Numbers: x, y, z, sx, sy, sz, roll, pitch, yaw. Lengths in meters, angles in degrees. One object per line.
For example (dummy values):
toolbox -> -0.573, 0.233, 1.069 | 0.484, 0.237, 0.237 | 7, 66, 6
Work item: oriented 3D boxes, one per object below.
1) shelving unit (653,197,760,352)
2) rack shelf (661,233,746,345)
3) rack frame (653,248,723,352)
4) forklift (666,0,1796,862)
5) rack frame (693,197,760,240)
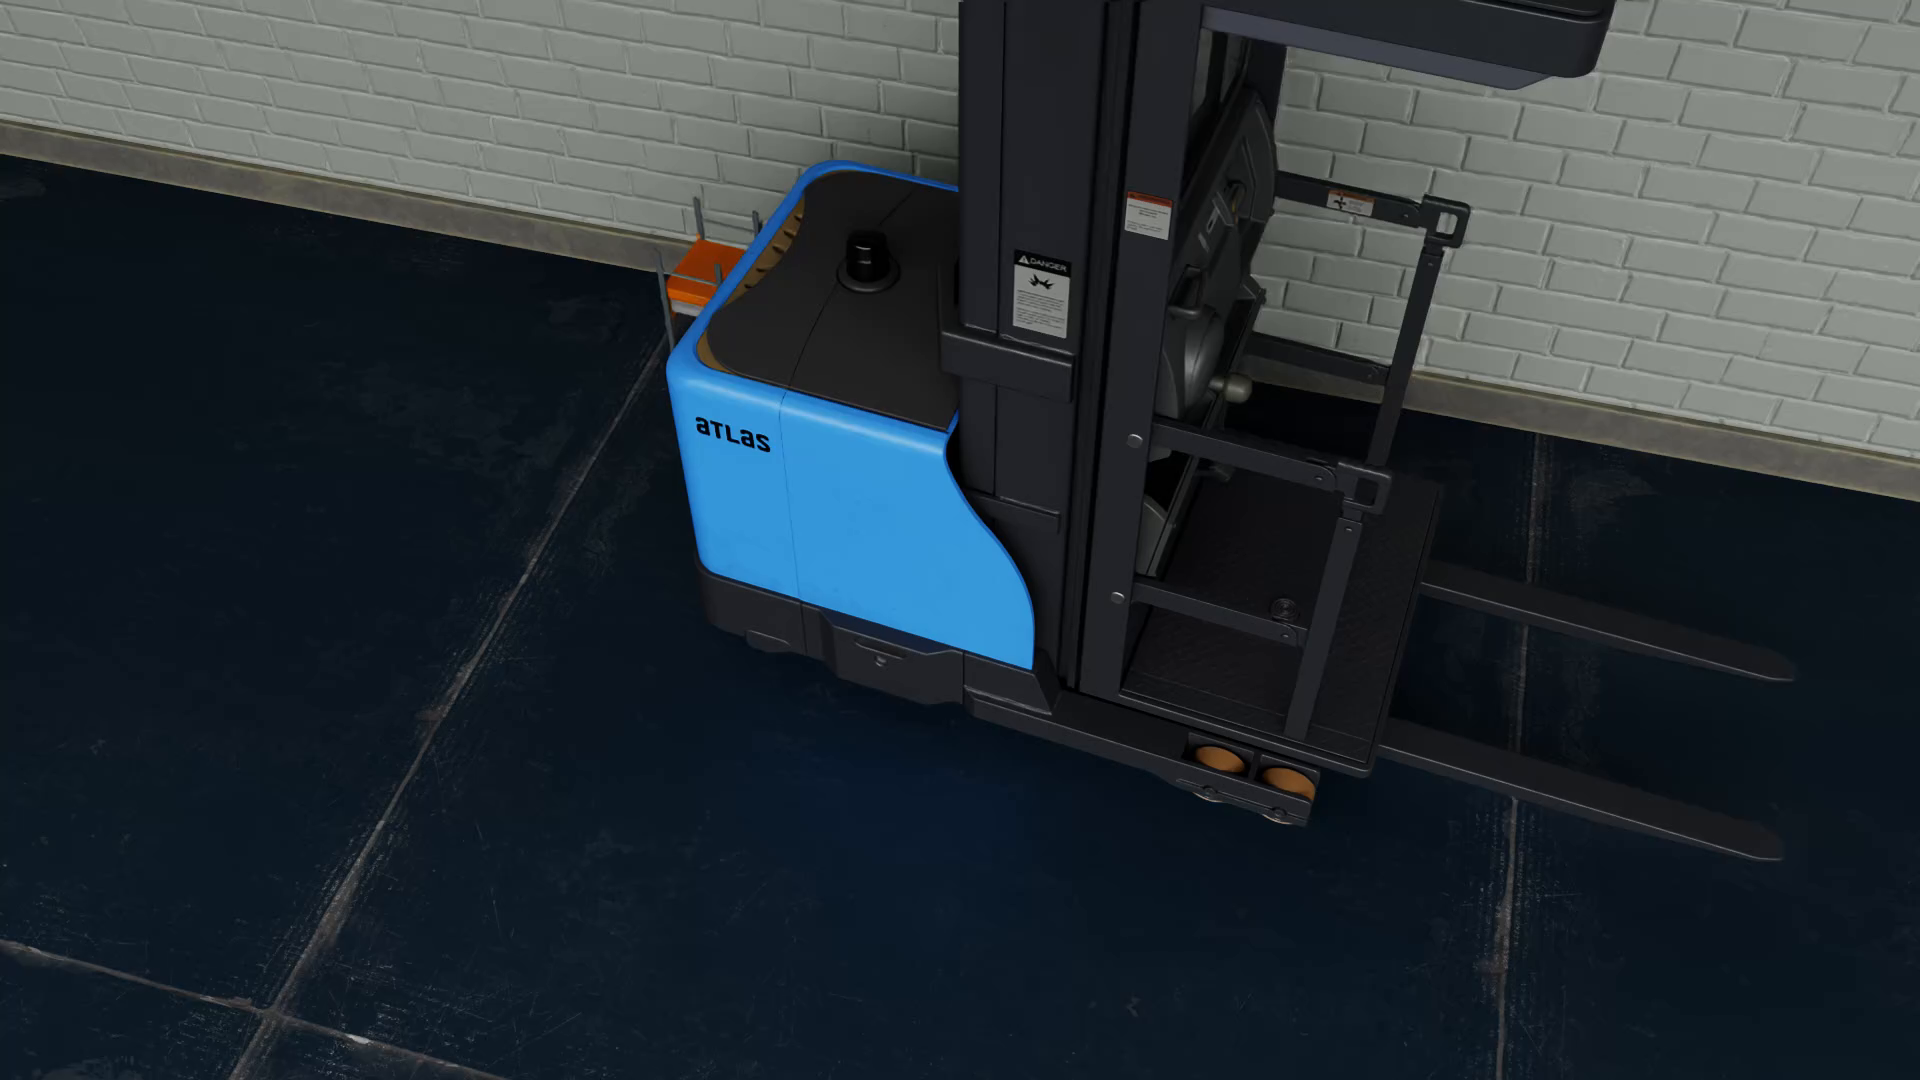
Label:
shelving unit -> -0.702, -0.509, 4.999 | 0.215, 1.050, 0.252 | 15, 50, 13
rack shelf -> -0.702, -0.690, 4.794 | 0.215, 0.259, 0.240 | 15, 50, 13
rack frame -> -0.744, -0.423, 4.923 | 0.200, 1.050, 0.008 | 15, 50, 13
forklift -> 0.800, -0.646, 3.865 | 3.031, 2.935, 1.130 | 16, 51, 14
rack frame -> -0.660, -0.595, 5.075 | 0.200, 1.050, 0.008 | 15, 50, 13
